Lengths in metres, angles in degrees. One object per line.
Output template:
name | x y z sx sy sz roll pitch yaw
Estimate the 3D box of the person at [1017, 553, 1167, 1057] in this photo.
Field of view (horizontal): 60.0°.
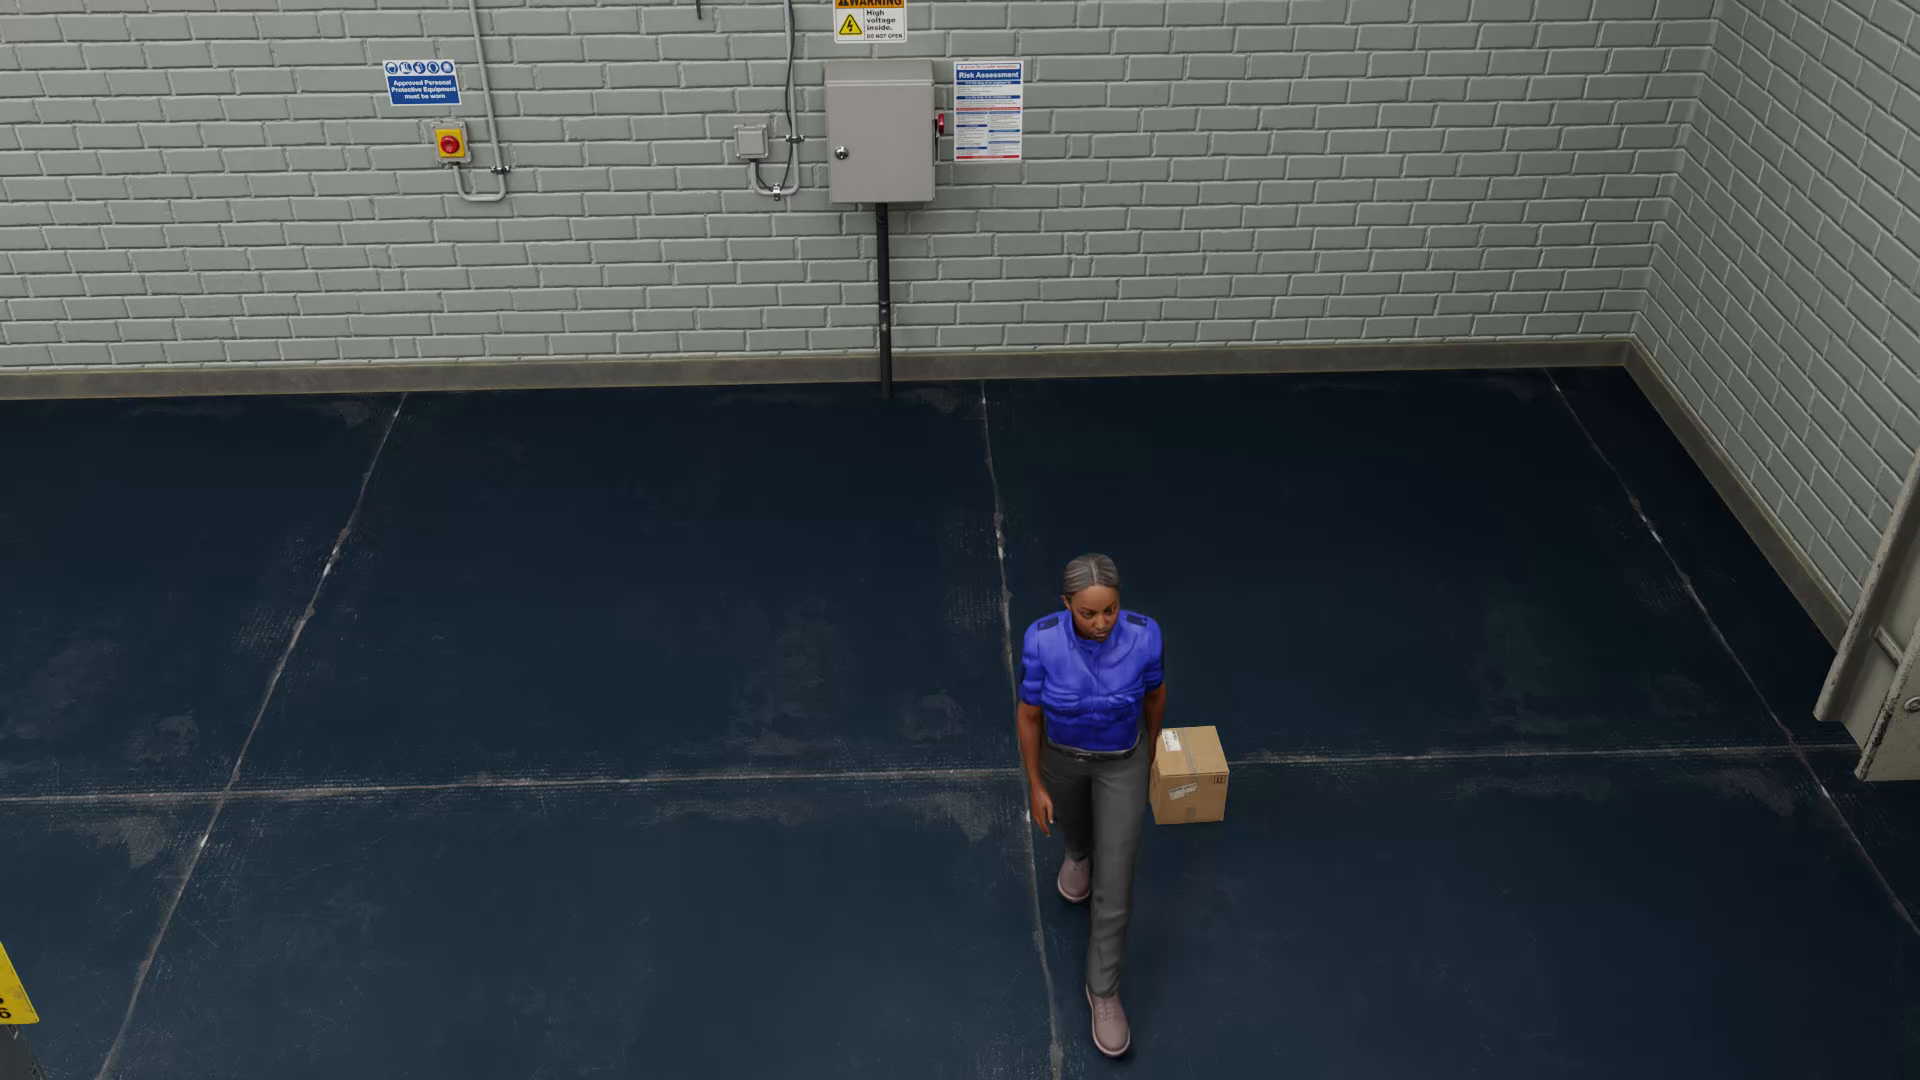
person | 0.393 0.721 5.161 0.444 1.565 0.908 6 36 8
